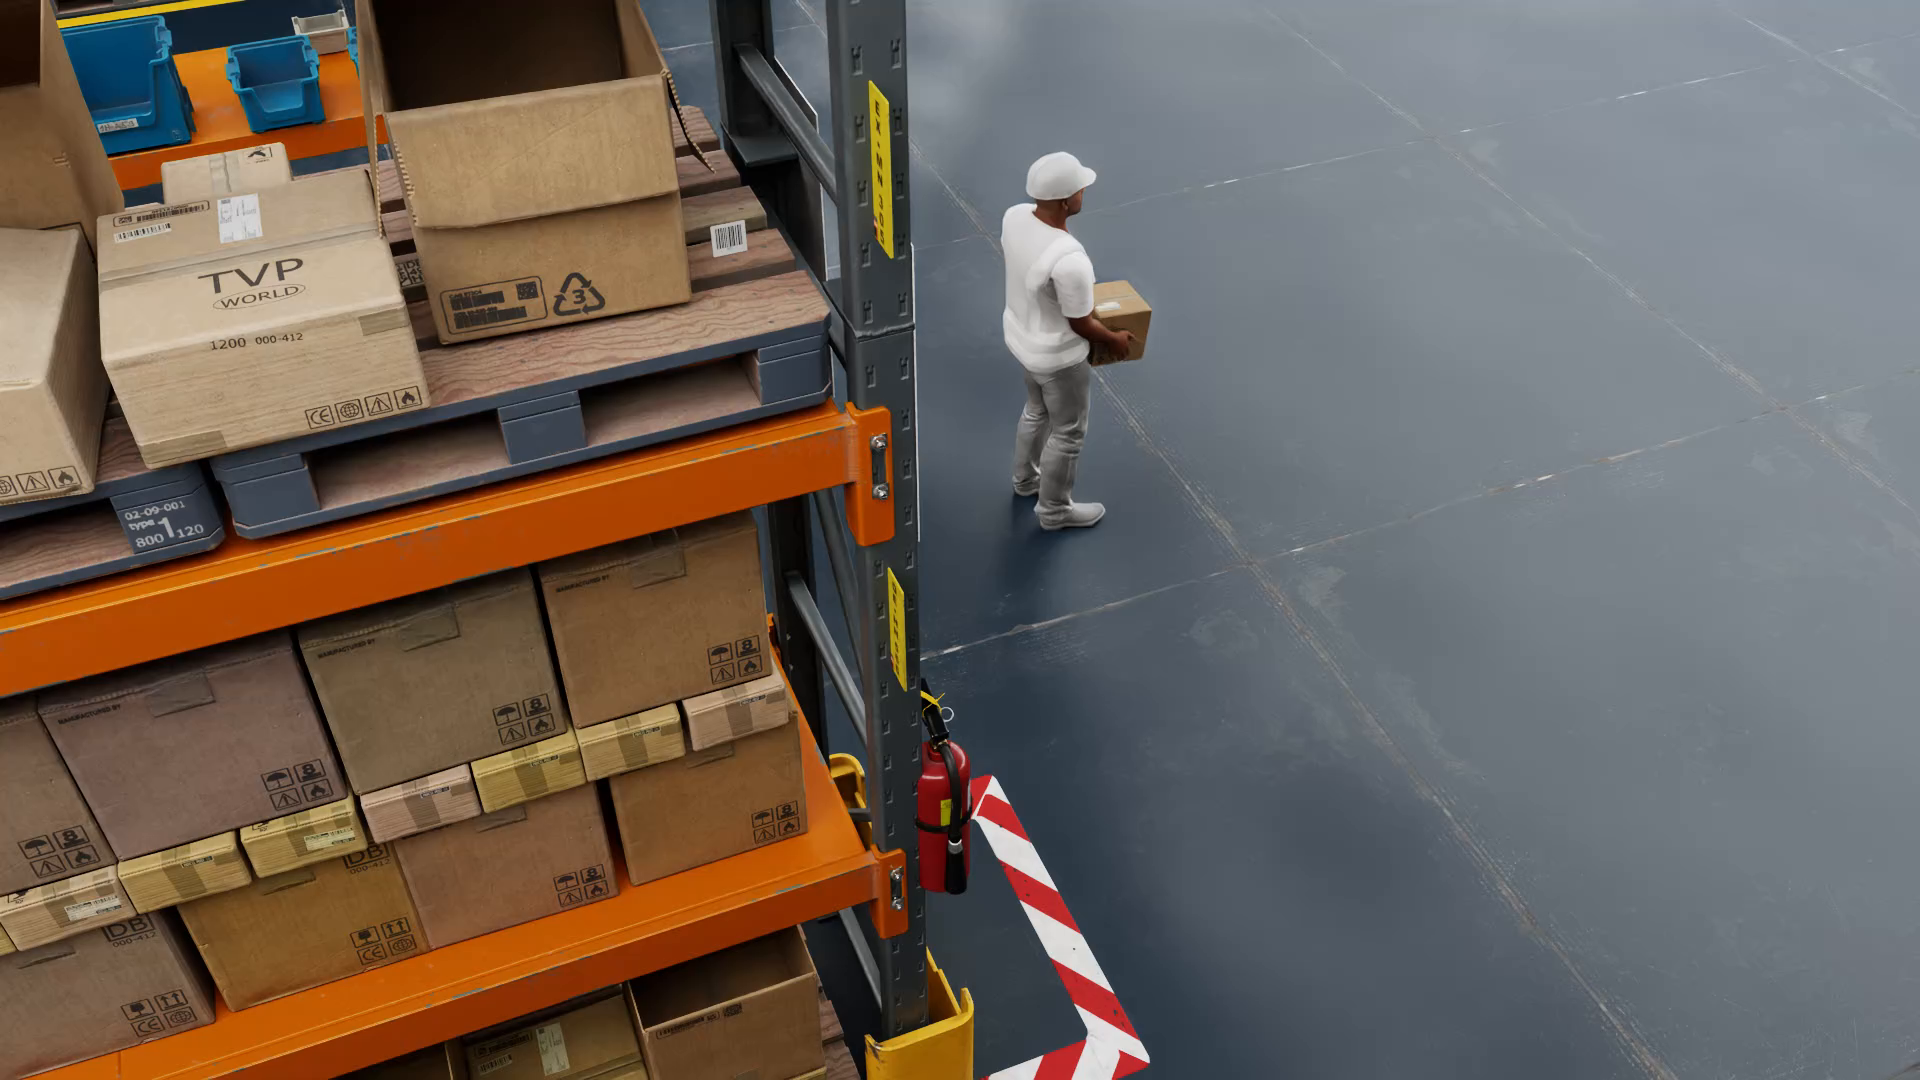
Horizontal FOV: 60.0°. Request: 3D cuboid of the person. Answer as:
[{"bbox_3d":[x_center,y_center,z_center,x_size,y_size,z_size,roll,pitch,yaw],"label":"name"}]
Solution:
[{"bbox_3d":[0.450,-0.855,7.106,0.520,1.769,0.558,-16,44,-17],"label":"person"}]
